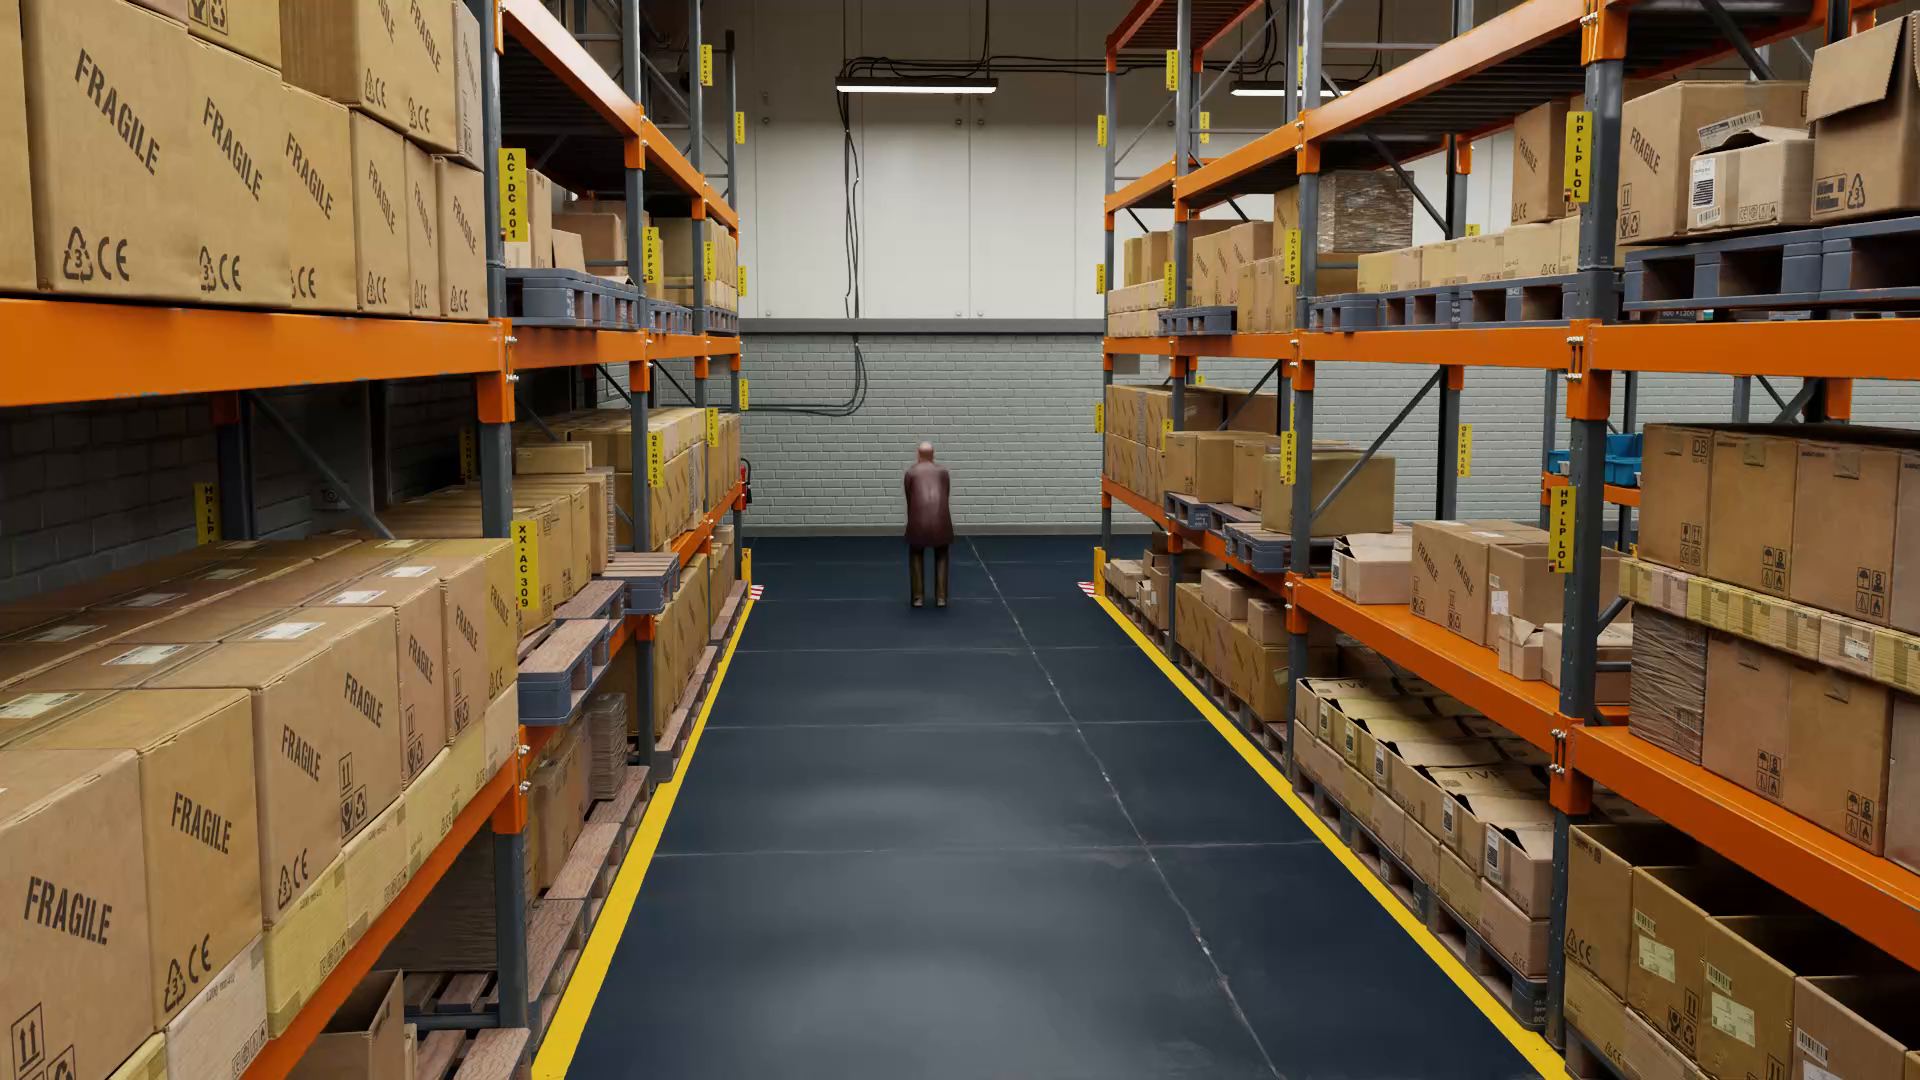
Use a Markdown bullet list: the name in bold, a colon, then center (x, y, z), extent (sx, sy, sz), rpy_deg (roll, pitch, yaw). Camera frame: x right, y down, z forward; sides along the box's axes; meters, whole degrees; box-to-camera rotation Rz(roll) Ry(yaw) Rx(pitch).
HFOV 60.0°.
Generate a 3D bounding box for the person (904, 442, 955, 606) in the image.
- **person**: center (-0.331, -0.173, 17.565), extent (0.538, 1.717, 0.614), rpy_deg (-1, 7, -5)
